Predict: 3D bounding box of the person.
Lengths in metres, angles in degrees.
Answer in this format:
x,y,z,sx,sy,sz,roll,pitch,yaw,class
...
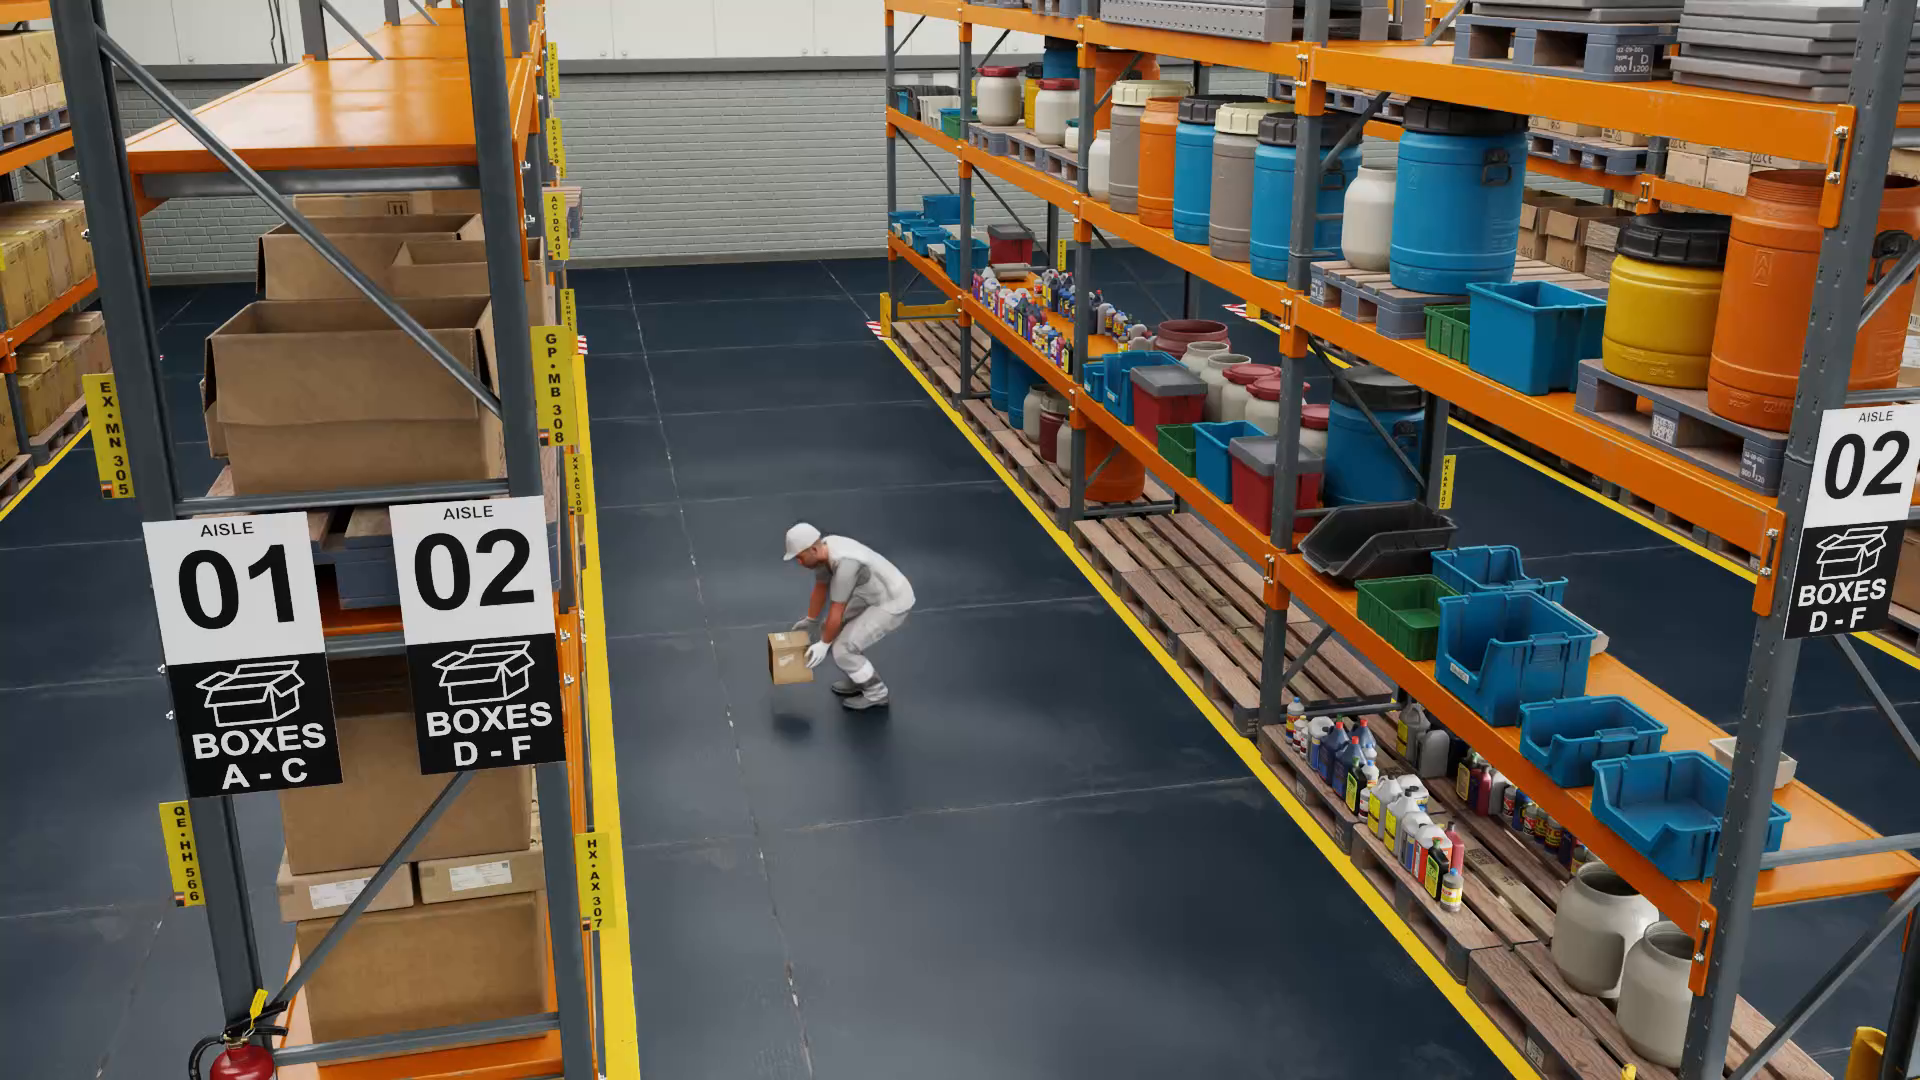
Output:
x,y,z,sx,sy,sz,roll,pitch,yaw,class
-0.695,0.462,10.553,0.832,1.239,0.582,-4,20,-13,person
